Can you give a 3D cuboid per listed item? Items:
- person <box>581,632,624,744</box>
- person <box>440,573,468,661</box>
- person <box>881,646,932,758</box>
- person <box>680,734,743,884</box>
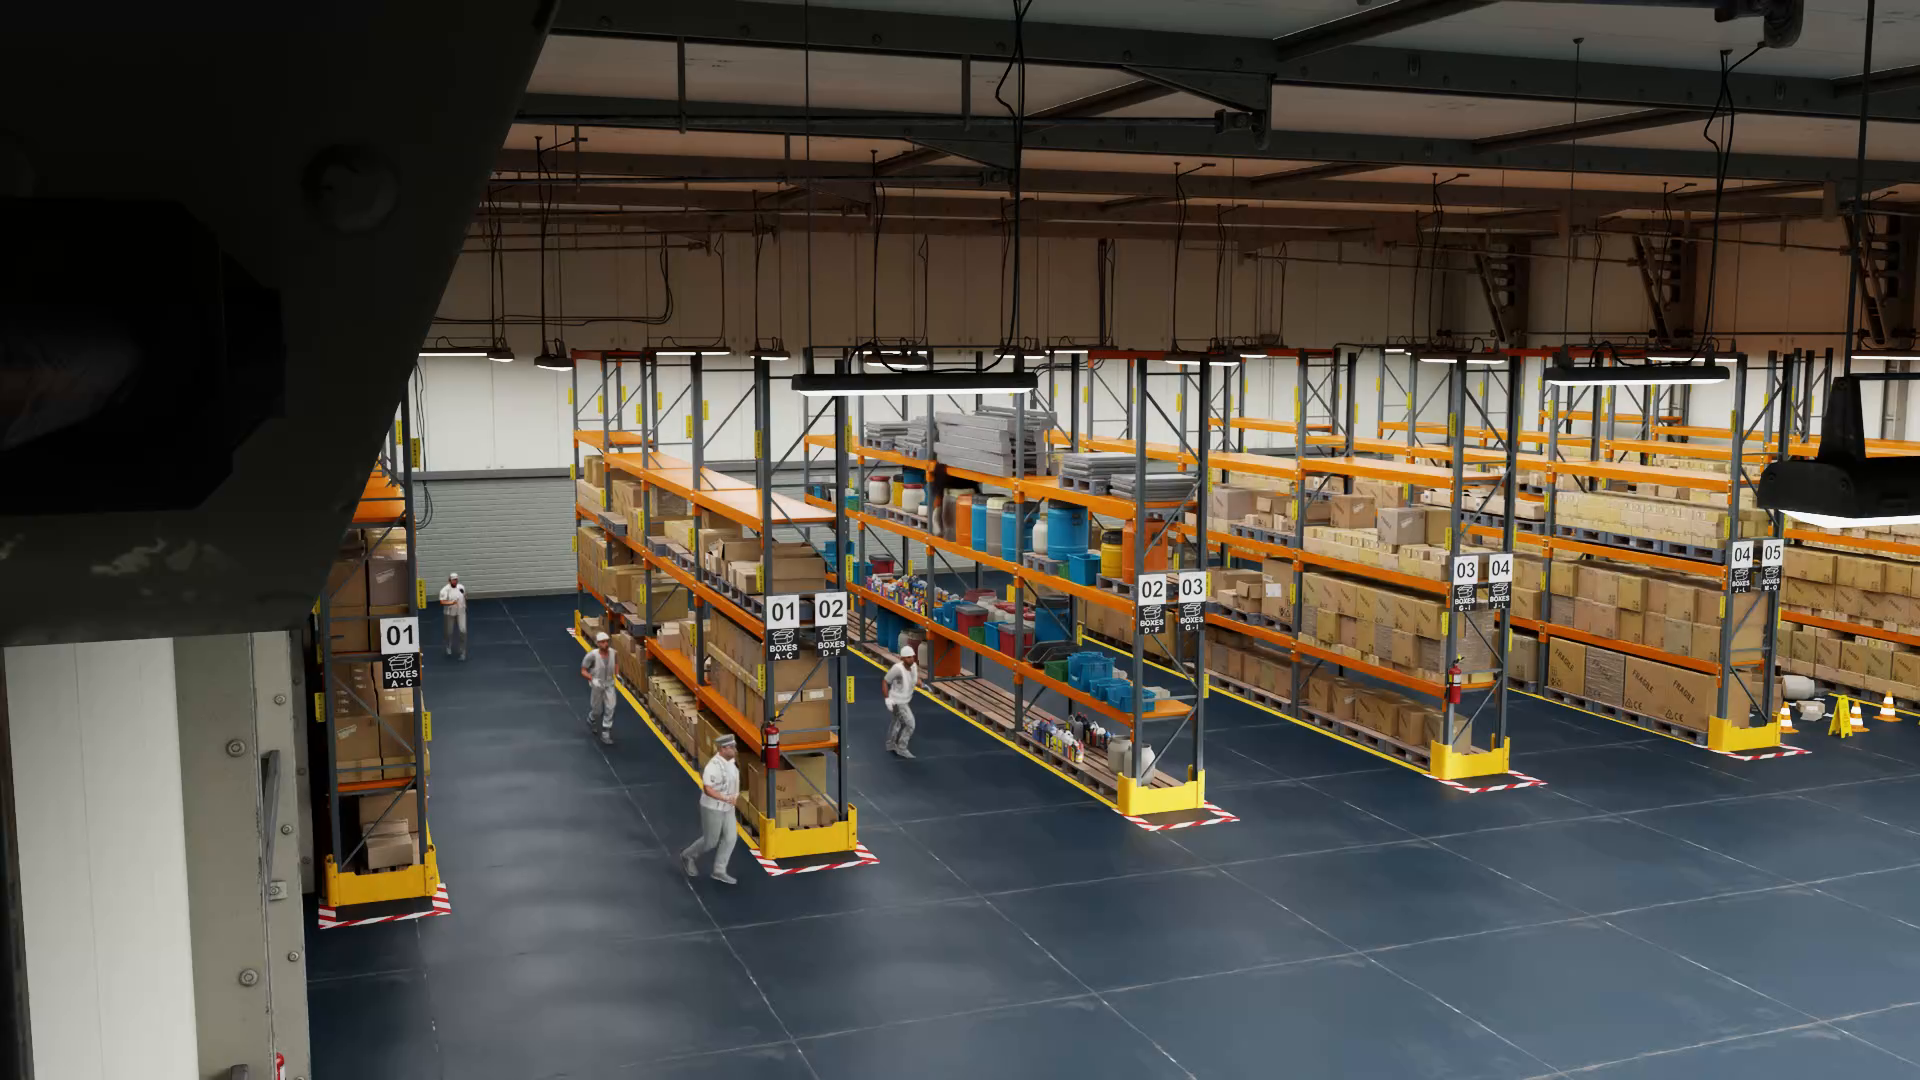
[{"bbox_3d":[-5.598,2.266,25.847,0.660,1.740,0.829,-4,8,-31],"label":"person"},{"bbox_3d":[-9.855,1.485,32.396,0.564,1.724,0.826,-4,8,-28],"label":"person"},{"bbox_3d":[-0.814,2.421,24.893,0.819,1.735,0.682,3,8,20],"label":"person"},{"bbox_3d":[-2.899,3.089,19.332,0.760,1.763,0.666,3,8,26],"label":"person"}]
